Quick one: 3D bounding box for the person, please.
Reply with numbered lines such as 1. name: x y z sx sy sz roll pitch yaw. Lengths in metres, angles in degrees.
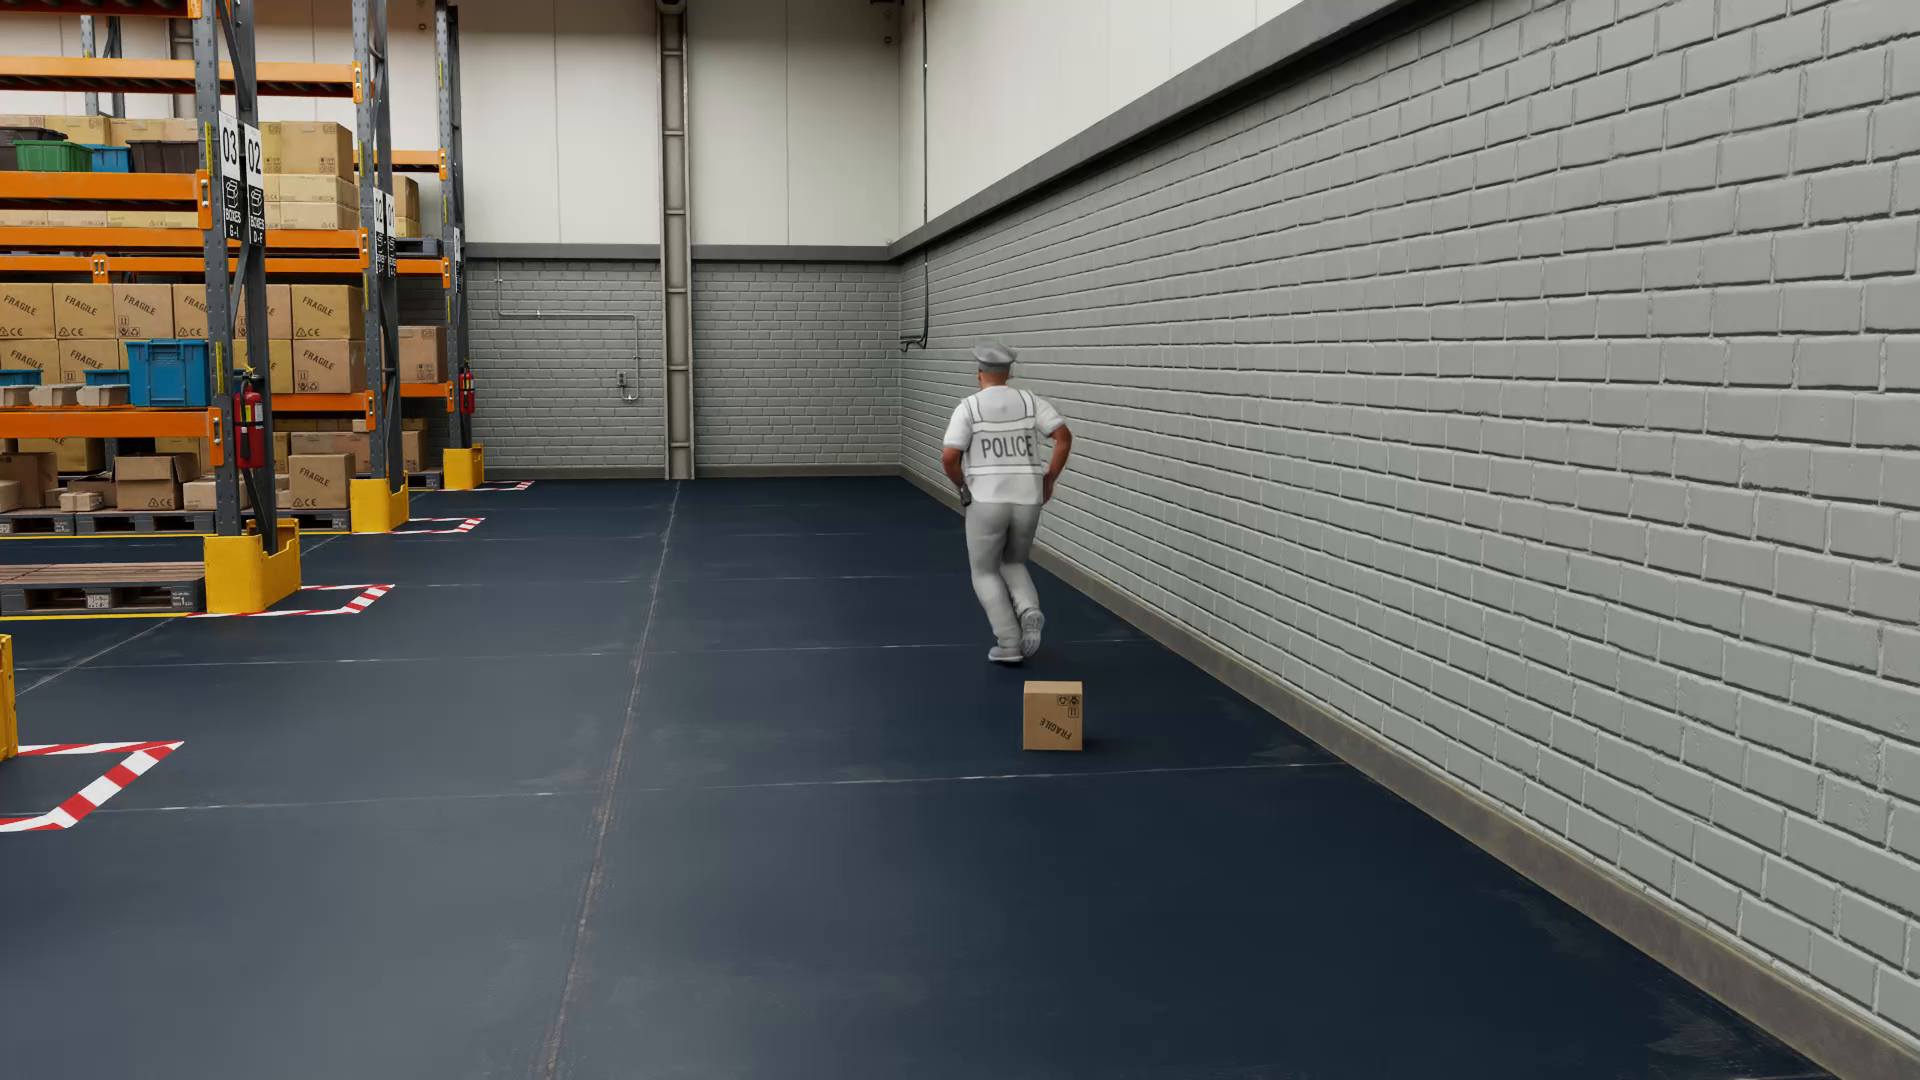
1. person: 0.232 -0.204 9.029 0.701 1.726 0.529 -2 7 -19
